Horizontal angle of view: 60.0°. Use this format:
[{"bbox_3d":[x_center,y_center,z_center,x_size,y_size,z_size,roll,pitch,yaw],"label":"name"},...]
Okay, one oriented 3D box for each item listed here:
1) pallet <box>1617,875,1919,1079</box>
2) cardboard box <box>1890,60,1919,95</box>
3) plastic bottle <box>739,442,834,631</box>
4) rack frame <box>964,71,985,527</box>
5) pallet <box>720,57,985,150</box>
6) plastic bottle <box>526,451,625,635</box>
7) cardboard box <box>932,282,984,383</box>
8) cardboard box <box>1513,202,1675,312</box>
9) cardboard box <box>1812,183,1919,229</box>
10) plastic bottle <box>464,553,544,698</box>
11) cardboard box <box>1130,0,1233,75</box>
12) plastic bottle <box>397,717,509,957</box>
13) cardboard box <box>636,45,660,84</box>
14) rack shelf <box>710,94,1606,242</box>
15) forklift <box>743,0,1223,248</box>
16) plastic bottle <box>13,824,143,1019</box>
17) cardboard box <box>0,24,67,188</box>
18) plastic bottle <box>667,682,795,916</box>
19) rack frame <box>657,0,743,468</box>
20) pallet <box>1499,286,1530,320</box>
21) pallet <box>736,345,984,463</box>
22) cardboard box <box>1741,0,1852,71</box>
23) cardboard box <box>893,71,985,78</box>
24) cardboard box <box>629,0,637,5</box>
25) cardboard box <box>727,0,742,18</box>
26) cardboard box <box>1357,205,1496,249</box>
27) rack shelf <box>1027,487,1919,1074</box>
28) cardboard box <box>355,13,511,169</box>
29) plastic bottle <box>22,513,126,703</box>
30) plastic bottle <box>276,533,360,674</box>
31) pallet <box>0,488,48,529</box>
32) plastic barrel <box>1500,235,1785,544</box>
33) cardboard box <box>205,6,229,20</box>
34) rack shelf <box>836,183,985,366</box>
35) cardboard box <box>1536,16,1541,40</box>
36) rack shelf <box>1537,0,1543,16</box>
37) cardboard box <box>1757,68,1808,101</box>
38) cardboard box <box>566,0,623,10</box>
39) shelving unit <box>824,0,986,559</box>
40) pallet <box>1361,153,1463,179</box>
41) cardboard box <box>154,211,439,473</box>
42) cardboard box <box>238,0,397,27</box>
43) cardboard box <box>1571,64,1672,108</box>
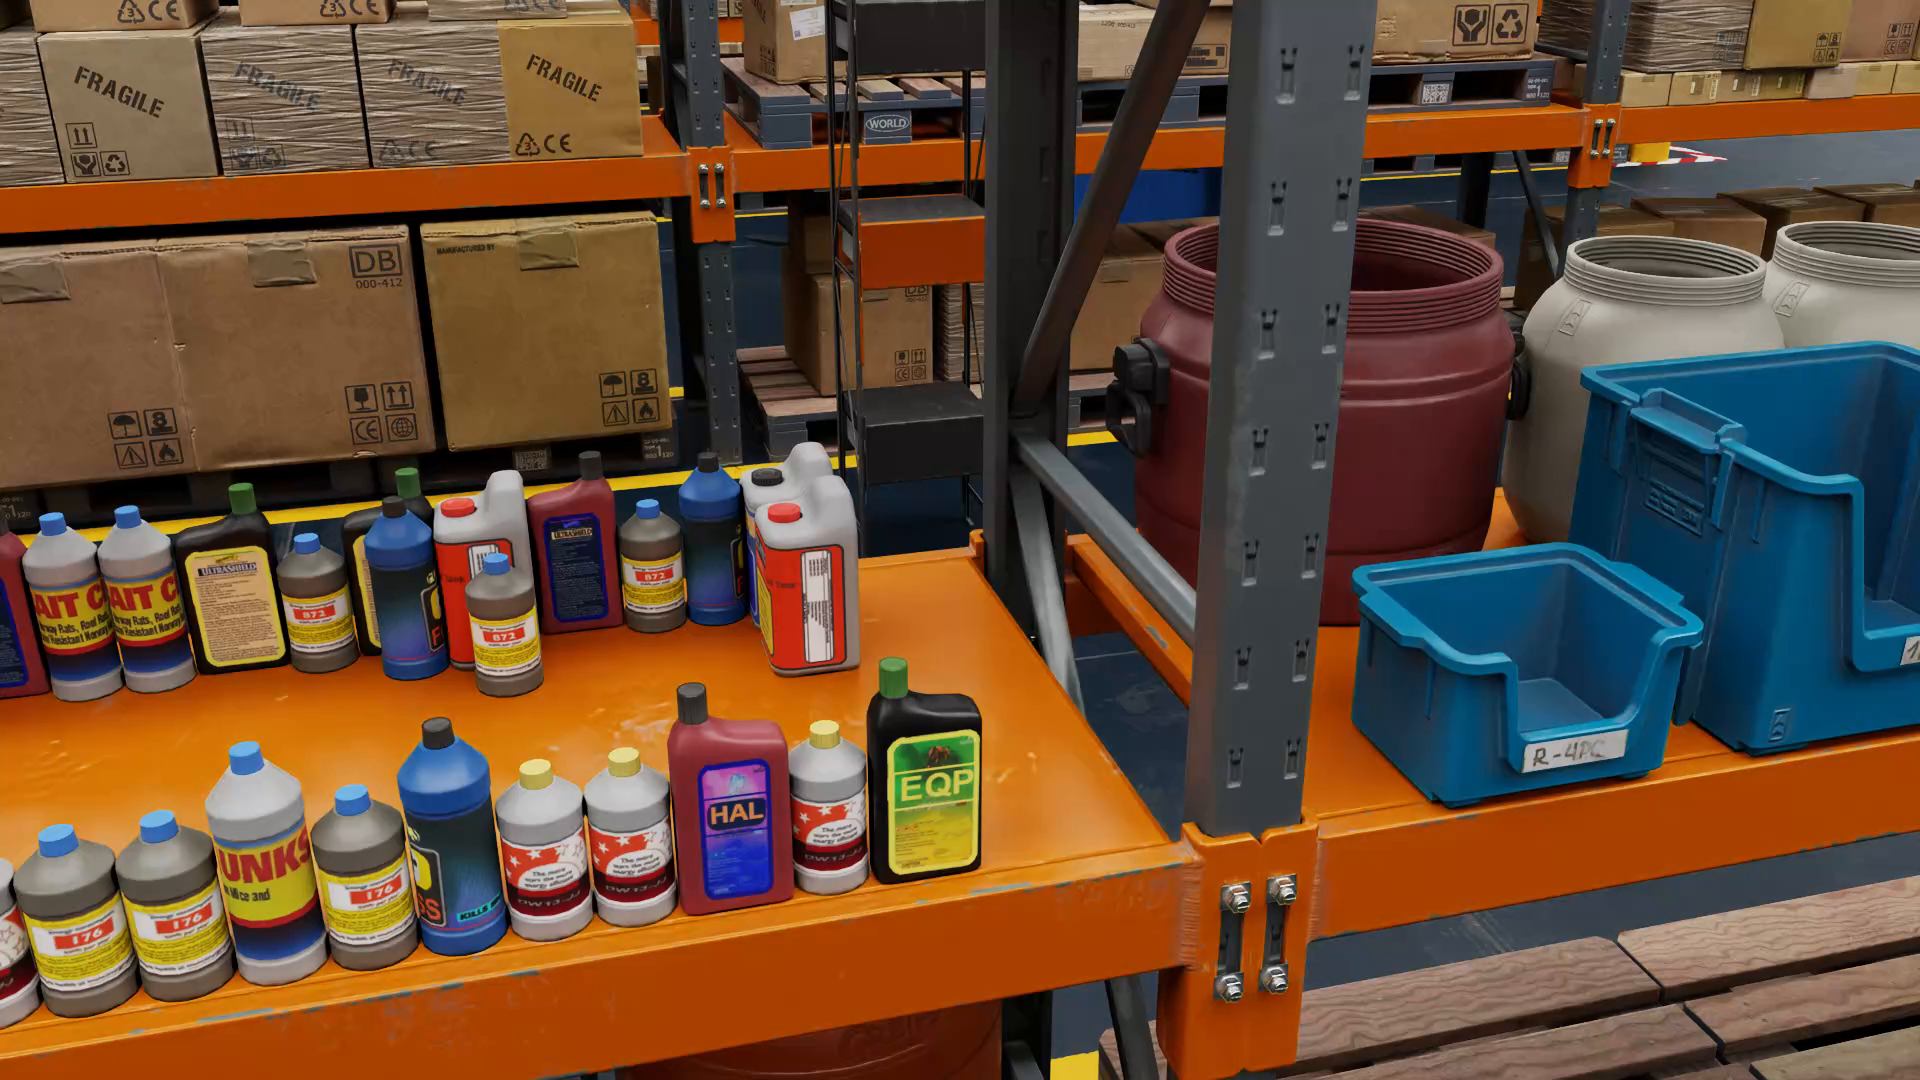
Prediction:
[{"bbox_3d":[2.161,1.094,3.433,1.213,0.211,1.003,-6,24,-14],"label":"pallet"},{"bbox_3d":[4.475,-2.256,8.022,0.250,0.149,0.380,-6,24,-14],"label":"cardboard box"},{"bbox_3d":[-0.271,-0.011,2.629,0.135,0.276,0.152,-6,24,-14],"label":"plastic bottle"},{"bbox_3d":[0.076,-0.973,5.855,0.015,2.100,0.400,-6,24,-14],"label":"rack frame"},{"bbox_3d":[-0.448,-1.900,7.117,1.003,0.211,1.213,-6,24,-14],"label":"pallet"},{"bbox_3d":[-0.600,0.003,2.586,0.133,0.283,0.061,-6,24,-14],"label":"plastic bottle"},{"bbox_3d":[0.065,-1.068,7.547,0.500,0.500,0.700,-8,25,-19],"label":"cardboard box"},{"bbox_3d":[3.142,-1.369,8.275,0.500,0.500,0.500,-7,24,-16],"label":"cardboard box"},{"bbox_3d":[4.817,-1.572,8.746,0.500,0.500,0.500,-4,24,-9],"label":"cardboard box"},{"bbox_3d":[-0.665,0.118,2.423,0.097,0.201,0.097,0,23,0],"label":"plastic bottle"},{"bbox_3d":[1.102,-2.318,7.186,0.637,0.503,0.797,-4,24,-9],"label":"cardboard box"},{"bbox_3d":[-0.567,0.324,1.855,0.097,0.271,0.097,0,23,0],"label":"plastic bottle"},{"bbox_3d":[-3.236,-4.676,16.143,0.625,0.372,0.950,-8,24,-18],"label":"cardboard box"},{"bbox_3d":[0.820,-1.754,7.446,4.000,0.370,1.077,-6,24,-14],"label":"rack shelf"},{"bbox_3d":[0.196,-2.776,9.004,3.031,2.935,1.130,12,26,26],"label":"forklift"},{"bbox_3d":[-0.942,0.397,1.772,0.097,0.201,0.097,0,23,0],"label":"plastic bottle"},{"bbox_3d":[-3.480,-1.553,5.938,0.500,0.500,0.500,-7,24,-16],"label":"cardboard box"},{"bbox_3d":[-0.264,0.292,1.913,0.133,0.283,0.061,-6,24,-14],"label":"plastic bottle"},{"bbox_3d":[-1.105,-1.872,6.808,0.127,3.000,1.000,-6,24,-14],"label":"rack frame"},{"bbox_3d":[3.383,-1.101,8.549,1.213,0.211,1.003,-6,24,-14],"label":"pallet"},{"bbox_3d":[-0.353,-0.673,7.551,1.213,0.211,1.003,-6,24,-14],"label":"pallet"},{"bbox_3d":[3.687,-2.545,7.873,0.500,0.500,0.875,-6,24,-14],"label":"cardboard box"},{"bbox_3d":[-0.086,-2.281,7.102,0.500,0.500,0.700,-3,23,-7],"label":"cardboard box"},{"bbox_3d":[-3.895,-6.754,20.665,0.625,0.625,0.875,-6,24,-13],"label":"cardboard box"},{"bbox_3d":[-1.354,-3.812,11.203,0.500,0.500,0.500,-7,24,-15],"label":"cardboard box"},{"bbox_3d":[2.149,-1.294,8.074,0.500,0.500,0.700,-8,25,-18],"label":"cardboard box"},{"bbox_3d":[2.158,0.126,3.064,4.000,0.370,1.077,-6,24,-14],"label":"rack shelf"},{"bbox_3d":[-1.995,-1.720,6.328,0.500,0.500,0.500,-7,24,-15],"label":"cardboard box"},{"bbox_3d":[-1.280,0.092,2.396,0.097,0.271,0.097,0,23,0],"label":"plastic bottle"},{"bbox_3d":[-0.964,0.089,2.491,0.097,0.201,0.097,0,23,0],"label":"plastic bottle"},{"bbox_3d":[-4.234,-0.275,6.623,1.213,0.211,1.003,-6,24,-14],"label":"pallet"},{"bbox_3d":[1.165,-0.233,2.848,0.421,0.512,0.421,0,23,0],"label":"plastic barrel"},{"bbox_3d":[-3.117,-1.805,6.526,0.500,0.500,0.500,-6,24,-14],"label":"cardboard box"},{"bbox_3d":[-0.159,-0.935,5.800,0.480,0.518,0.431,-6,24,-14],"label":"rack shelf"},{"bbox_3d":[4.720,-3.737,13.317,0.875,0.875,0.875,-6,24,-14],"label":"cardboard box"},{"bbox_3d":[3.429,-4.074,12.853,4.000,0.370,1.077,-6,24,-14],"label":"rack shelf"},{"bbox_3d":[3.750,-2.180,7.845,0.250,0.149,0.380,-6,24,-14],"label":"cardboard box"},{"bbox_3d":[-1.647,-1.969,6.908,0.500,0.500,0.500,-6,24,-13],"label":"cardboard box"},{"bbox_3d":[-0.159,-0.947,5.795,0.503,2.100,0.431,-6,24,-14],"label":"shelving unit"},{"bbox_3d":[3.434,-3.093,13.190,1.213,0.211,1.003,-6,24,-14],"label":"pallet"},{"bbox_3d":[-2.636,-0.931,6.777,0.875,0.875,1.225,-6,24,-14],"label":"cardboard box"},{"bbox_3d":[-2.442,-2.239,6.264,0.637,0.503,0.797,-6,24,-13],"label":"cardboard box"},{"bbox_3d":[3.034,-2.091,7.638,0.250,0.149,0.380,-6,24,-14],"label":"cardboard box"}]
